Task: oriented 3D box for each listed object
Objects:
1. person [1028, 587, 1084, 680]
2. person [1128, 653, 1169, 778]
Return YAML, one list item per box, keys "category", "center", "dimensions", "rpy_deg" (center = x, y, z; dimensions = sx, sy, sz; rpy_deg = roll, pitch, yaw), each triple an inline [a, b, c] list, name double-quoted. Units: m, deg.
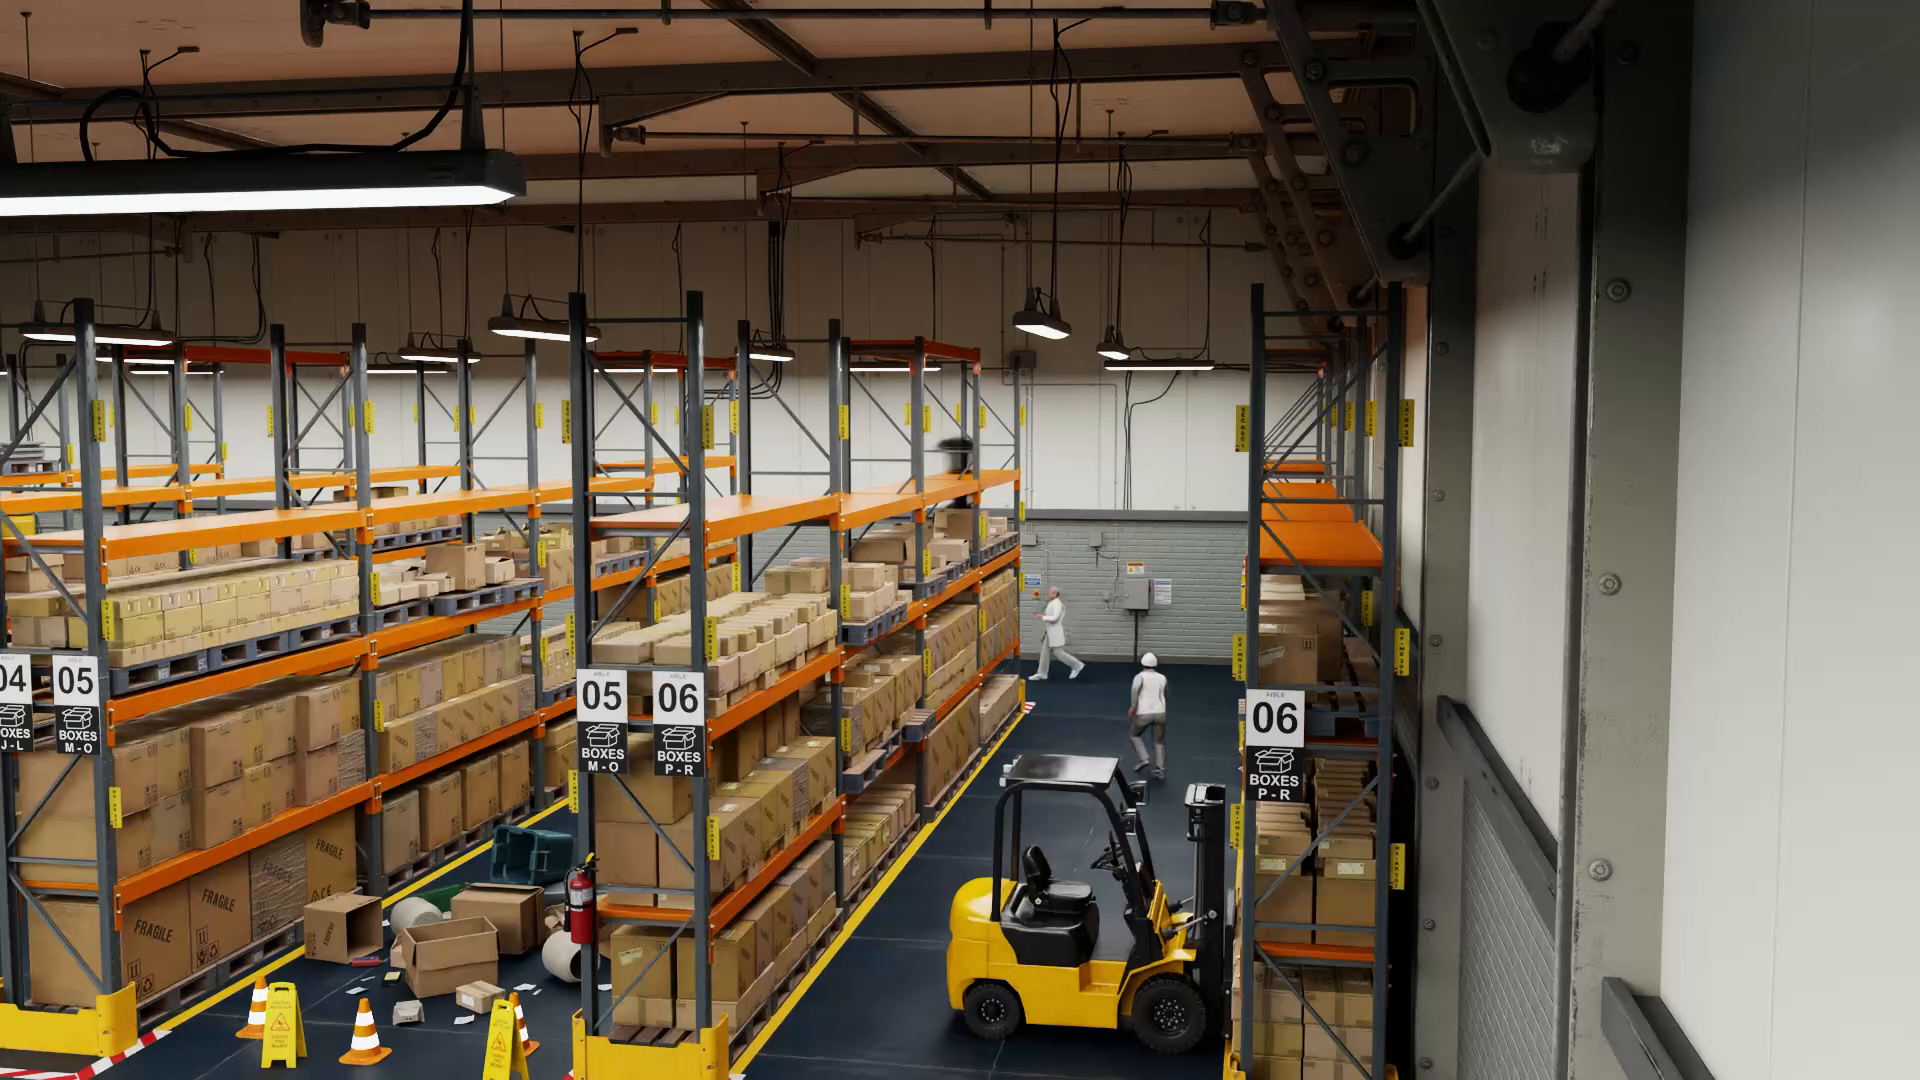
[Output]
- category: "person"
  center: [1.802, 1.848, 31.128]
  dimensions: [1.047, 1.558, 0.715]
  rpy_deg: [0, 5, -5]
- category: "person"
  center: [2.660, 2.439, 23.376]
  dimensions: [0.659, 1.669, 0.904]
  rpy_deg: [-1, 5, -14]
